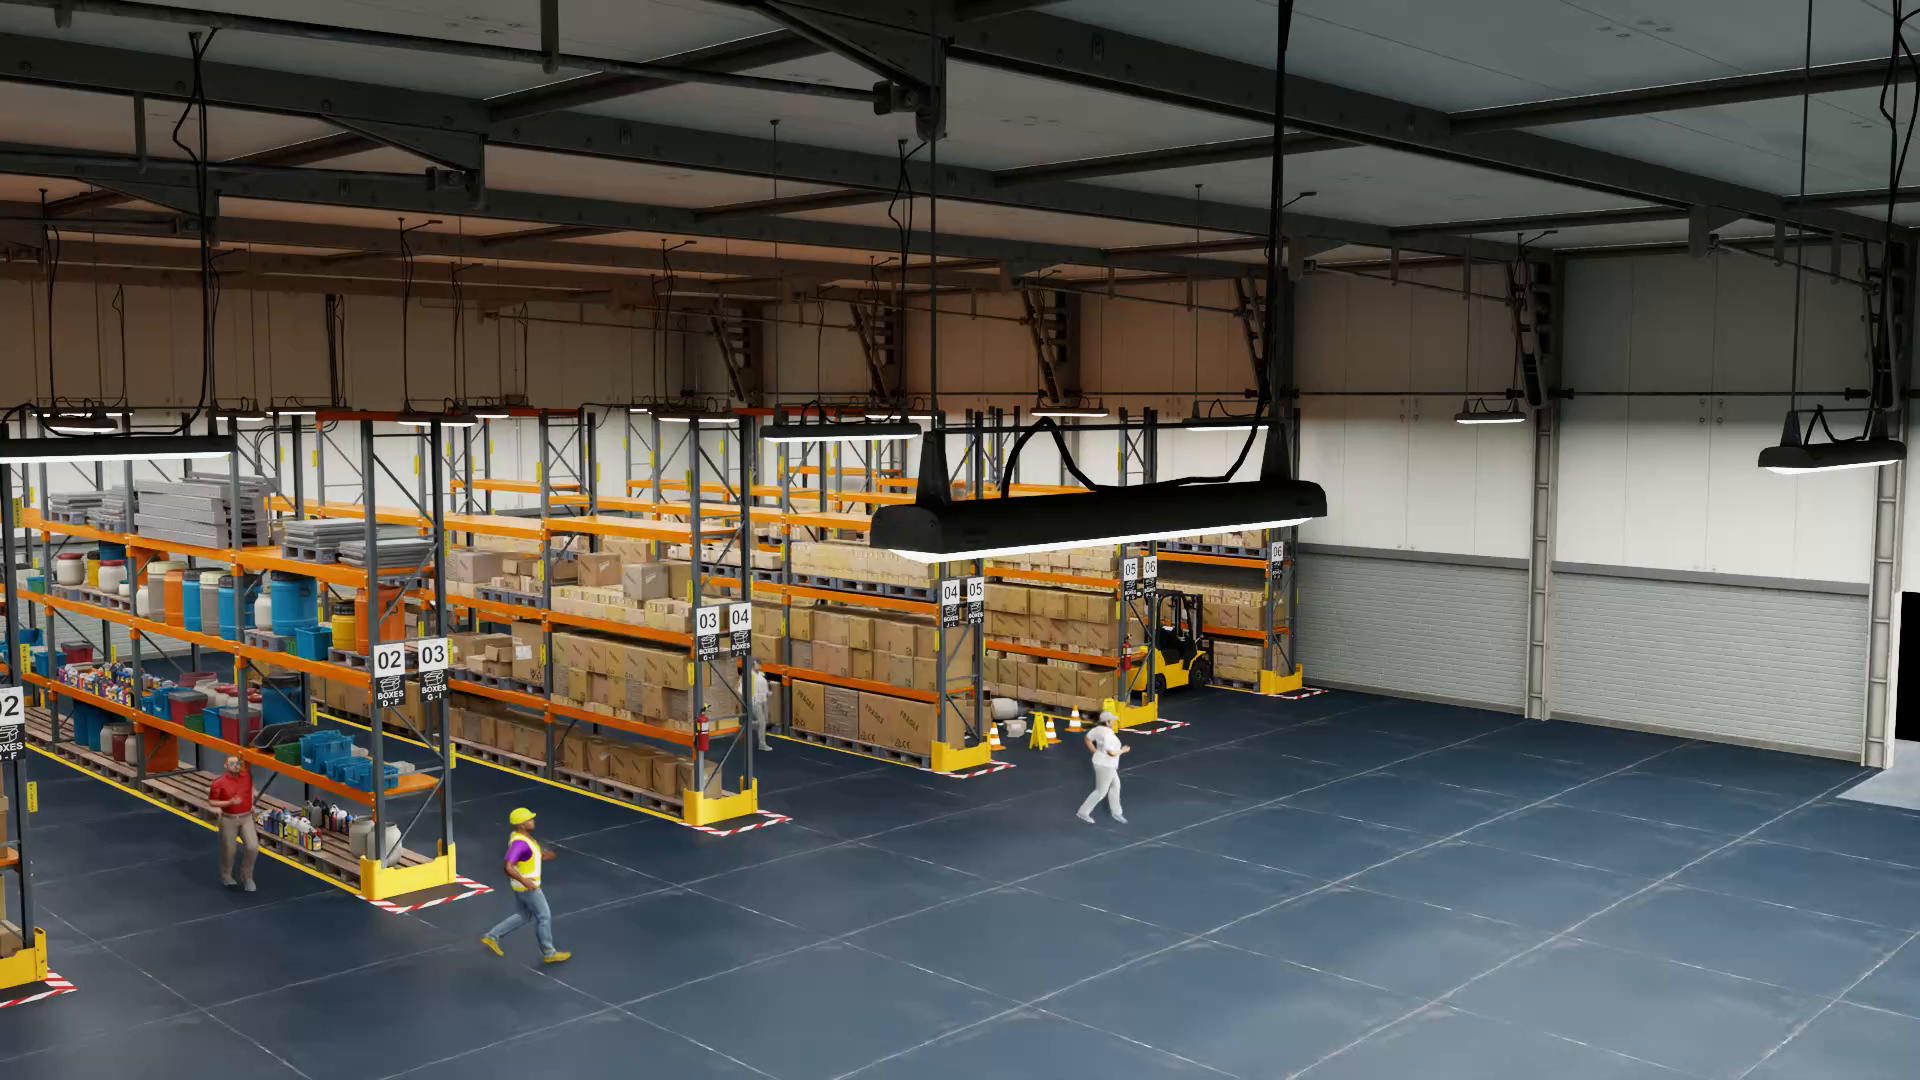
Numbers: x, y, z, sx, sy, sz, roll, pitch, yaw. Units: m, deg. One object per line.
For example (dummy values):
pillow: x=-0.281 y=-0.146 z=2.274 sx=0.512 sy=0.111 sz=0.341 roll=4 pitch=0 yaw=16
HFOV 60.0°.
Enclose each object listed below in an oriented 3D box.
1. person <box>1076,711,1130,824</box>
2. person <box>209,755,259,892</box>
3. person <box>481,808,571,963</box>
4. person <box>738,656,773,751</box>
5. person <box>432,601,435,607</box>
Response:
person: x=2.094 y=3.354 z=24.296 sx=0.816 sy=1.722 sz=0.593 roll=-1 pitch=5 yaw=-8
person: x=-9.185 y=3.614 z=21.118 sx=0.640 sy=1.781 sz=0.727 roll=-5 pitch=7 yaw=-44
person: x=-4.788 y=3.818 z=18.376 sx=0.917 sy=1.748 sz=0.711 roll=-2 pitch=5 yaw=-20
person: x=-3.615 y=2.886 z=29.528 sx=0.748 sy=1.660 sz=0.625 roll=4 pitch=6 yaw=38
person: x=-11.723 y=2.211 z=37.066 sx=0.723 sy=1.726 sz=0.570 roll=-4 pitch=6 yaw=-36
